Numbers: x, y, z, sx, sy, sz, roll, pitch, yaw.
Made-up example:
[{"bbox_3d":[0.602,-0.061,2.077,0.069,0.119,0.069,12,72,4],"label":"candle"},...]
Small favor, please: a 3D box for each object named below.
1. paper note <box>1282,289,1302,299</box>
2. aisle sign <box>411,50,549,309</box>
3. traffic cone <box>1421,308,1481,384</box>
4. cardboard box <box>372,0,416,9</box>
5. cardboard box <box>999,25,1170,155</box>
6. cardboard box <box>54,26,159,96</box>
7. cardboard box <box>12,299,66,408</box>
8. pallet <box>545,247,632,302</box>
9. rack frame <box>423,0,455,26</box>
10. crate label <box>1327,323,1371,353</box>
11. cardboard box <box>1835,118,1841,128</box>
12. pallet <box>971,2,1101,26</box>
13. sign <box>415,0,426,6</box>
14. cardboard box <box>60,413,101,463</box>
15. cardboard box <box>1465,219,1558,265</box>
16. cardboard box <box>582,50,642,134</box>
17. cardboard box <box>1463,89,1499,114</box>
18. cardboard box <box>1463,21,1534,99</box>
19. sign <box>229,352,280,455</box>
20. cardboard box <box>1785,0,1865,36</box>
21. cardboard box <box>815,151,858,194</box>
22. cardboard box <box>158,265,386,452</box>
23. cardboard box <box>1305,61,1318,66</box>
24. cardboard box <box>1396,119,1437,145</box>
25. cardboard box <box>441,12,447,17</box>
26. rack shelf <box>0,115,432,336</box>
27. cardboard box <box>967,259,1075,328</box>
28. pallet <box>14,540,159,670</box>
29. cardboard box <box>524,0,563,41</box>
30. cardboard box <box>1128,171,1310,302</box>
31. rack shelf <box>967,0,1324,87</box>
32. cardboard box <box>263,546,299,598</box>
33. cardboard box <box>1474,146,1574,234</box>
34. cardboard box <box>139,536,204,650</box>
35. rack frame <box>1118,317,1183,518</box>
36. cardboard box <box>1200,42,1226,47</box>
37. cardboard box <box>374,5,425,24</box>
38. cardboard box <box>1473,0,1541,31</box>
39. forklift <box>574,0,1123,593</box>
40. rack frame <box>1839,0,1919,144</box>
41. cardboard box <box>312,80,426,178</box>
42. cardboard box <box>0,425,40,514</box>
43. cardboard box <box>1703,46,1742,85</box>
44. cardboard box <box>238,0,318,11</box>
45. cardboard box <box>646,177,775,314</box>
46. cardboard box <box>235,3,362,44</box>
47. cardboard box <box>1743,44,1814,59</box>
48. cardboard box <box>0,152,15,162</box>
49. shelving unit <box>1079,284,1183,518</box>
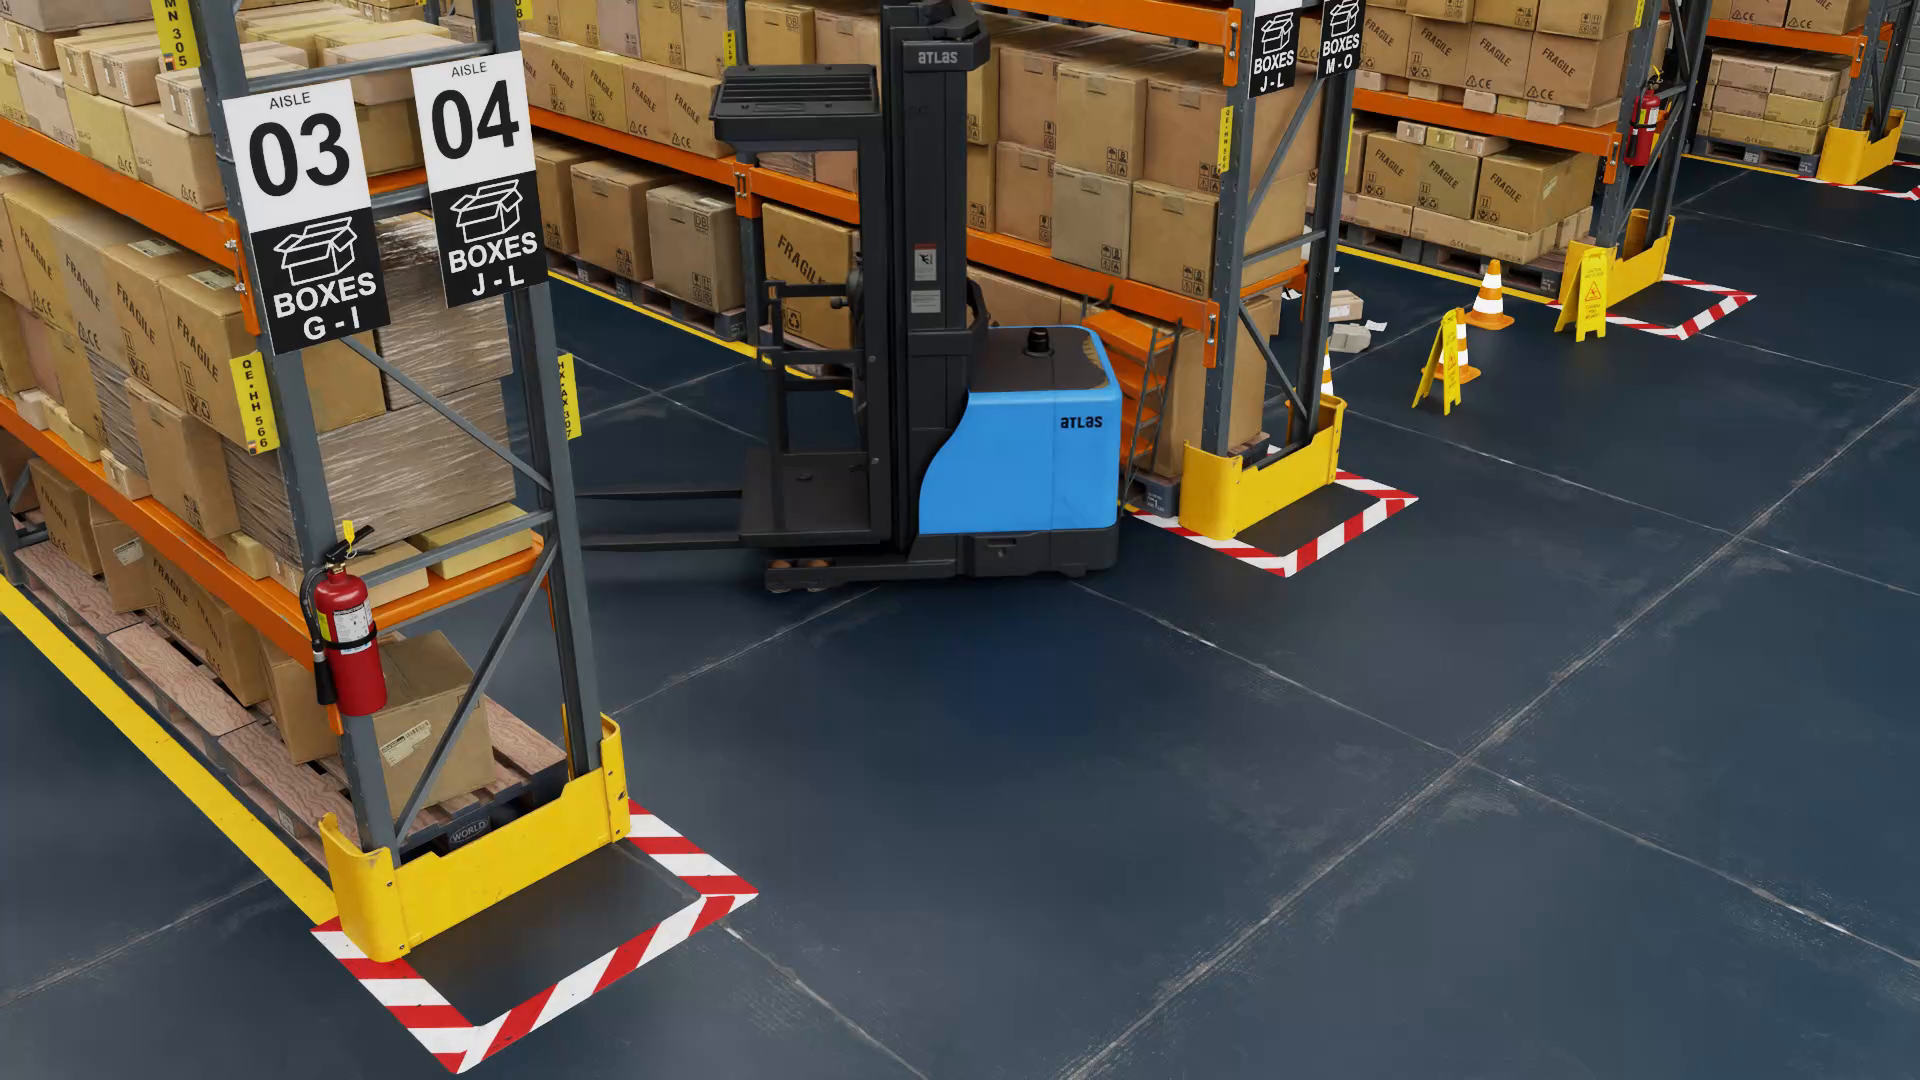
[{"bbox_3d":[2.552,-1.899,12.842,0.148,0.019,0.142,-13,30,-22],"label":"paper note"},{"bbox_3d":[-1.571,-1.185,5.487,0.004,0.787,0.394,25,36,38],"label":"aisle sign"},{"bbox_3d":[3.375,-1.354,11.328,0.334,0.463,0.336,25,36,38],"label":"traffic cone"},{"bbox_3d":[-4.652,-4.524,13.811,0.250,0.149,0.380,23,35,37],"label":"cardboard box"},{"bbox_3d":[0.725,-2.623,9.694,0.550,0.550,0.875,25,36,38],"label":"cardboard box"},{"bbox_3d":[-2.814,-1.631,5.638,0.250,0.149,0.380,25,37,39],"label":"cardboard box"},{"bbox_3d":[-3.642,-0.964,7.434,0.500,0.500,0.875,25,36,38],"label":"cardboard box"},{"bbox_3d":[-2.606,-2.264,13.329,1.213,0.211,1.003,25,36,38],"label":"pallet"},{"bbox_3d":[-3.981,-4.178,13.973,0.127,3.000,1.000,25,36,38],"label":"rack frame"},{"bbox_3d":[2.771,-1.446,11.852,0.298,0.136,0.250,7,29,13],"label":"crate label"},{"bbox_3d":[8.386,-4.086,16.302,0.500,0.250,0.500,25,37,39],"label":"cardboard box"},{"bbox_3d":[0.858,-5.137,16.002,1.213,0.211,1.003,25,36,38],"label":"pallet"},{"bbox_3d":[-4.355,-4.473,13.374,0.005,0.325,0.100,25,36,38],"label":"sign"},{"bbox_3d":[-3.657,-0.494,7.236,0.250,0.149,0.380,25,36,38],"label":"cardboard box"},{"bbox_3d":[4.340,-2.395,13.085,0.500,0.250,0.500,24,36,38],"label":"cardboard box"},{"bbox_3d":[-2.409,-3.329,12.250,0.500,0.500,0.500,-25,37,-39],"label":"cardboard box"},{"bbox_3d":[4.074,-3.394,12.752,0.380,0.149,0.250,-25,36,-38],"label":"cardboard box"},{"bbox_3d":[4.188,-3.670,12.580,0.500,0.500,0.500,25,36,38],"label":"cardboard box"},{"bbox_3d":[-2.229,-0.430,5.261,0.005,0.325,0.100,25,36,38],"label":"sign"},{"bbox_3d":[8.064,-5.010,15.447,0.500,0.500,0.500,24,36,37],"label":"cardboard box"},{"bbox_3d":[-0.449,-2.651,10.908,0.550,0.550,0.875,25,36,38],"label":"cardboard box"},{"bbox_3d":[-2.391,-0.671,5.802,0.500,0.500,0.500,25,36,38],"label":"cardboard box"},{"bbox_3d":[3.061,-3.918,13.748,0.250,0.149,0.380,24,36,38],"label":"cardboard box"},{"bbox_3d":[3.695,-3.274,13.253,0.380,0.149,0.250,-23,36,-37],"label":"cardboard box"},{"bbox_3d":[-4.350,-4.554,14.506,0.380,0.149,0.250,-23,36,-37],"label":"cardboard box"},{"bbox_3d":[-3.252,-1.617,6.652,4.000,0.370,1.077,25,36,38],"label":"rack shelf"},{"bbox_3d":[0.565,-1.299,10.330,0.875,0.875,0.875,24,36,38],"label":"cardboard box"},{"bbox_3d":[-4.174,0.181,8.678,1.213,0.211,1.003,25,36,38],"label":"pallet"},{"bbox_3d":[-2.939,-4.184,12.803,0.500,0.500,0.700,24,36,38],"label":"cardboard box"},{"bbox_3d":[1.427,-1.741,9.176,0.550,0.550,0.875,25,36,38],"label":"cardboard box"},{"bbox_3d":[0.297,-3.230,9.720,4.000,0.370,1.077,25,36,38],"label":"rack shelf"},{"bbox_3d":[-2.352,0.050,6.202,0.250,0.149,0.380,25,36,38],"label":"cardboard box"},{"bbox_3d":[4.368,-2.719,12.896,0.500,0.500,0.500,25,37,39],"label":"cardboard box"},{"bbox_3d":[-3.509,0.165,7.948,0.500,0.500,0.500,21,34,34],"label":"cardboard box"},{"bbox_3d":[1.053,-0.664,9.230,0.015,1.200,0.240,32,41,33],"label":"rack frame"},{"bbox_3d":[2.388,-4.489,14.137,0.500,0.500,0.500,24,36,38],"label":"cardboard box"},{"bbox_3d":[-4.653,-4.395,13.884,0.380,0.149,0.250,-24,36,-38],"label":"cardboard box"},{"bbox_3d":[4.249,-4.124,12.369,0.700,0.500,0.500,-25,37,-39],"label":"cardboard box"},{"bbox_3d":[-0.702,-1.274,8.523,3.031,2.935,1.130,-2,28,-4],"label":"forklift"},{"bbox_3d":[8.599,-4.892,15.331,0.127,3.000,1.000,25,36,38],"label":"rack frame"},{"bbox_3d":[-1.988,-1.459,5.740,0.500,0.250,0.500,-24,36,-38],"label":"cardboard box"},{"bbox_3d":[-5.101,-0.556,9.298,0.500,0.500,0.700,21,34,35],"label":"cardboard box"},{"bbox_3d":[7.317,-4.676,16.349,0.500,0.250,0.500,-25,37,-39],"label":"cardboard box"},{"bbox_3d":[-2.695,-2.254,6.126,0.500,0.500,0.500,24,36,38],"label":"cardboard box"},{"bbox_3d":[-1.634,-2.236,12.246,0.750,0.750,1.050,24,36,38],"label":"cardboard box"},{"bbox_3d":[-2.388,-1.830,6.017,0.380,0.149,0.250,-24,36,-37],"label":"cardboard box"},{"bbox_3d":[8.030,-4.685,16.366,0.500,0.250,0.500,25,36,38],"label":"cardboard box"},{"bbox_3d":[-4.178,-1.485,7.349,0.500,0.500,0.500,25,36,38],"label":"cardboard box"},{"bbox_3d":[0.879,-0.773,9.362,0.503,1.200,0.258,32,41,33],"label":"shelving unit"}]
